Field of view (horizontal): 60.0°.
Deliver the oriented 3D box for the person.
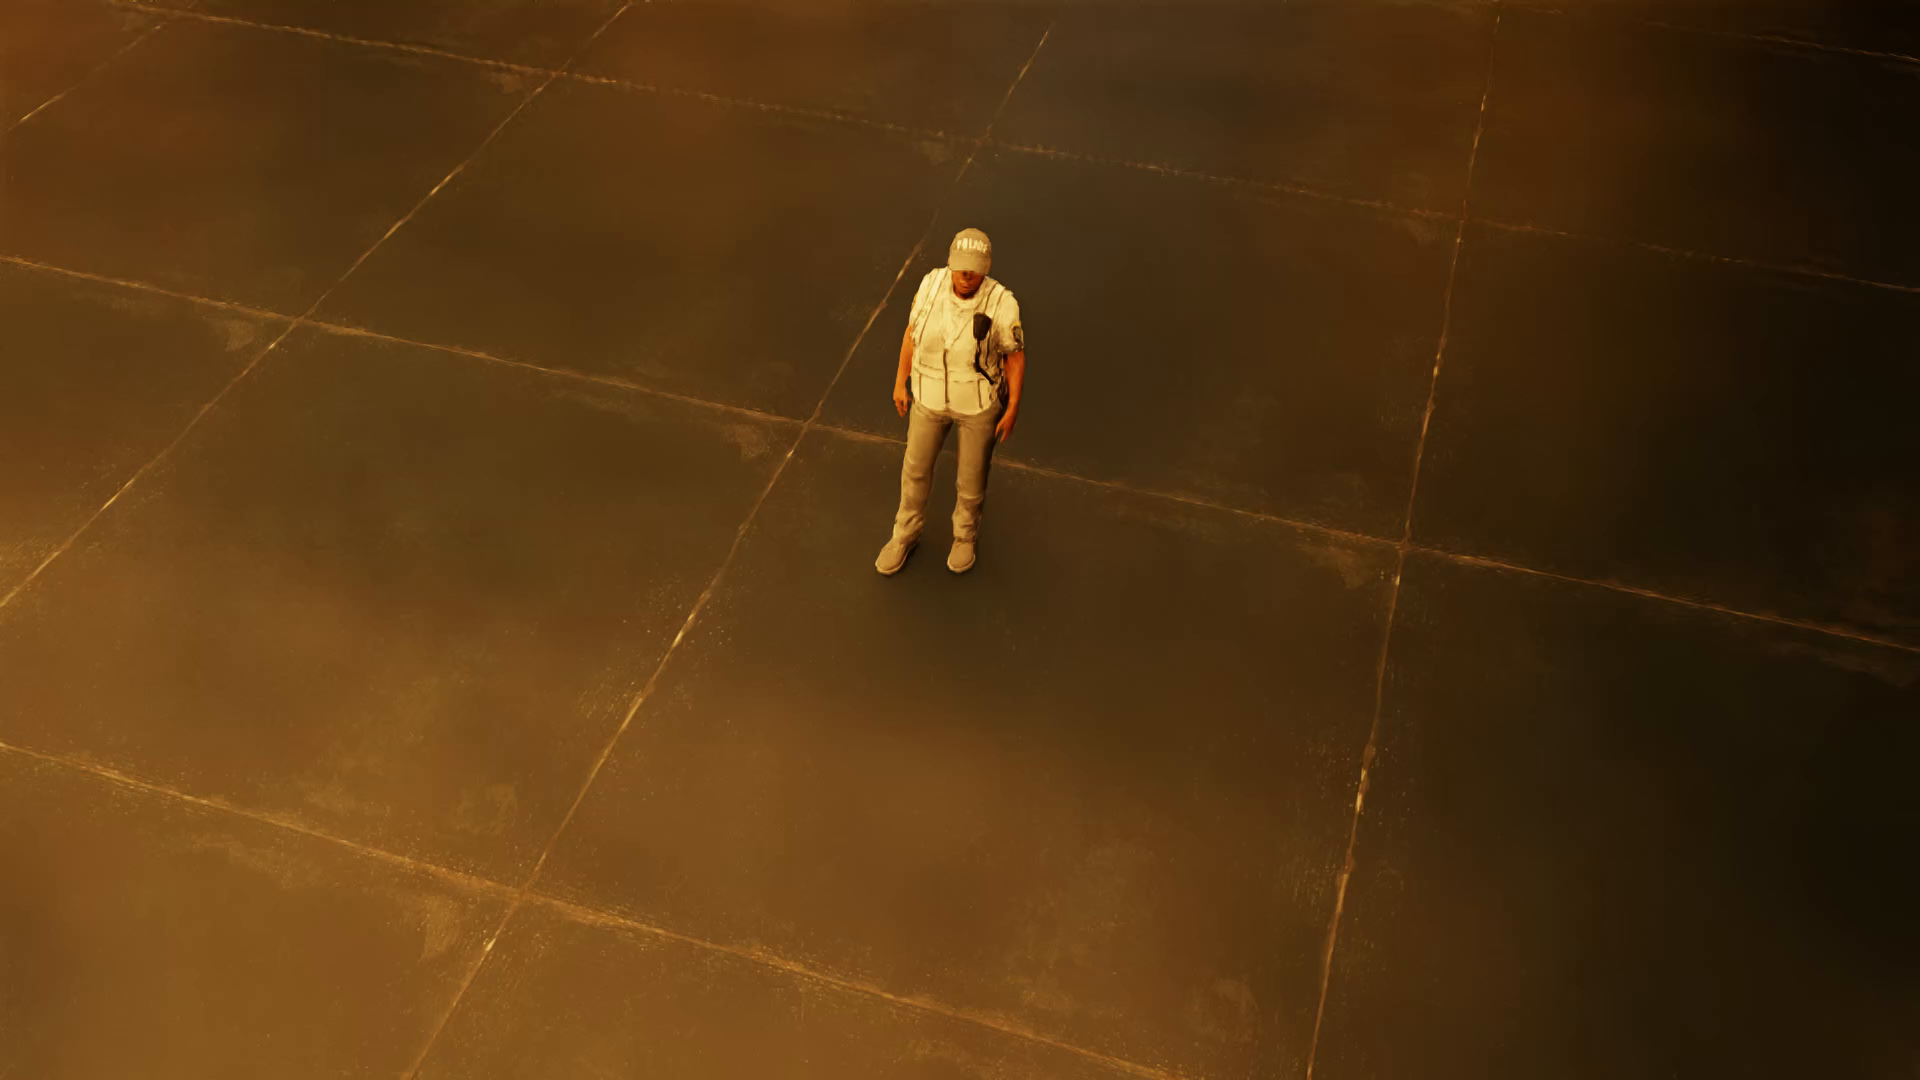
[{"bbox_3d":[-0.045,-0.571,7.220,0.598,1.669,0.529,12,44,13],"label":"person"}]
